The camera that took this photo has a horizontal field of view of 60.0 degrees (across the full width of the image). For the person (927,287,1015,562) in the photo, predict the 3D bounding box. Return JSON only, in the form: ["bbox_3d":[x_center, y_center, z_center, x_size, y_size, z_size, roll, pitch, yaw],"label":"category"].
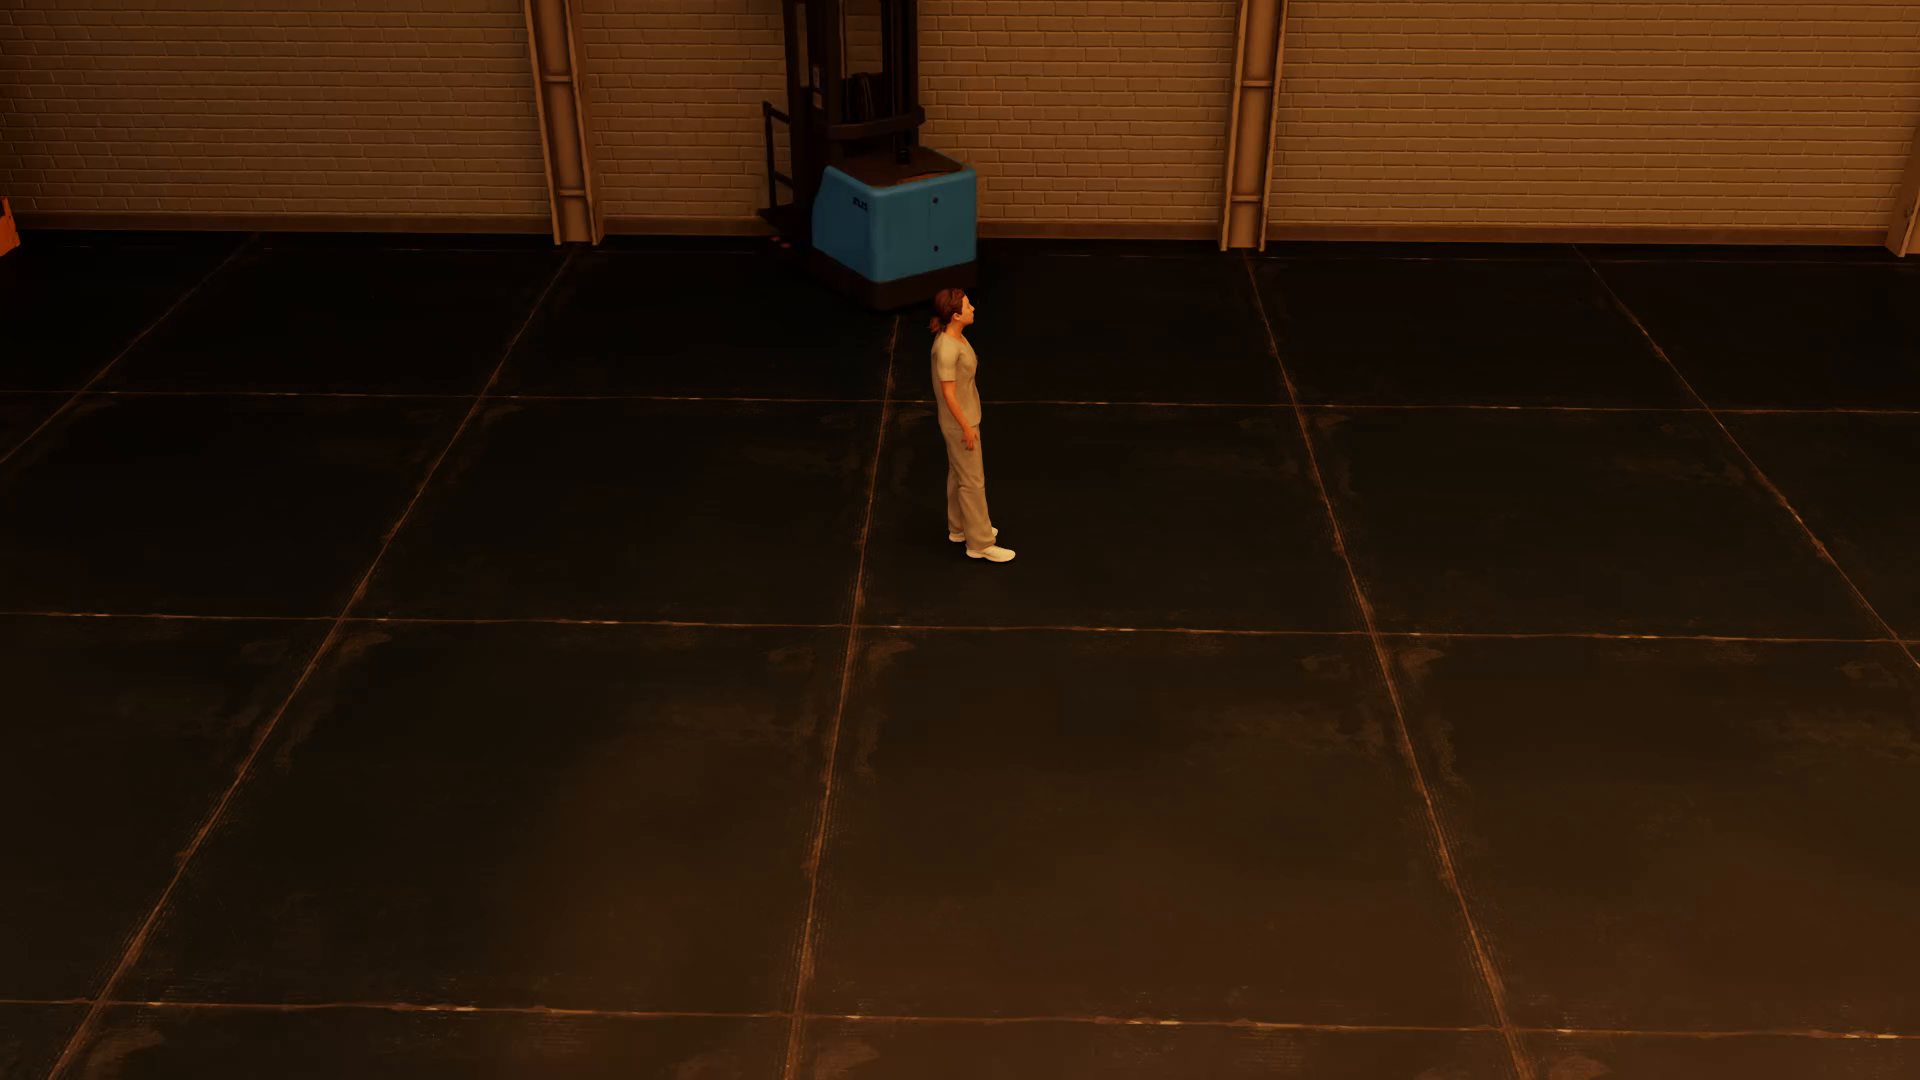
[{"bbox_3d":[0.074,-0.720,10.057,0.548,1.673,0.549,1,31,1],"label":"person"}]

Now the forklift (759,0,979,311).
[{"bbox_3d":[-1.076,-3.830,14.110,1.130,2.935,3.031,-19,35,-28],"label":"forklift"}]
